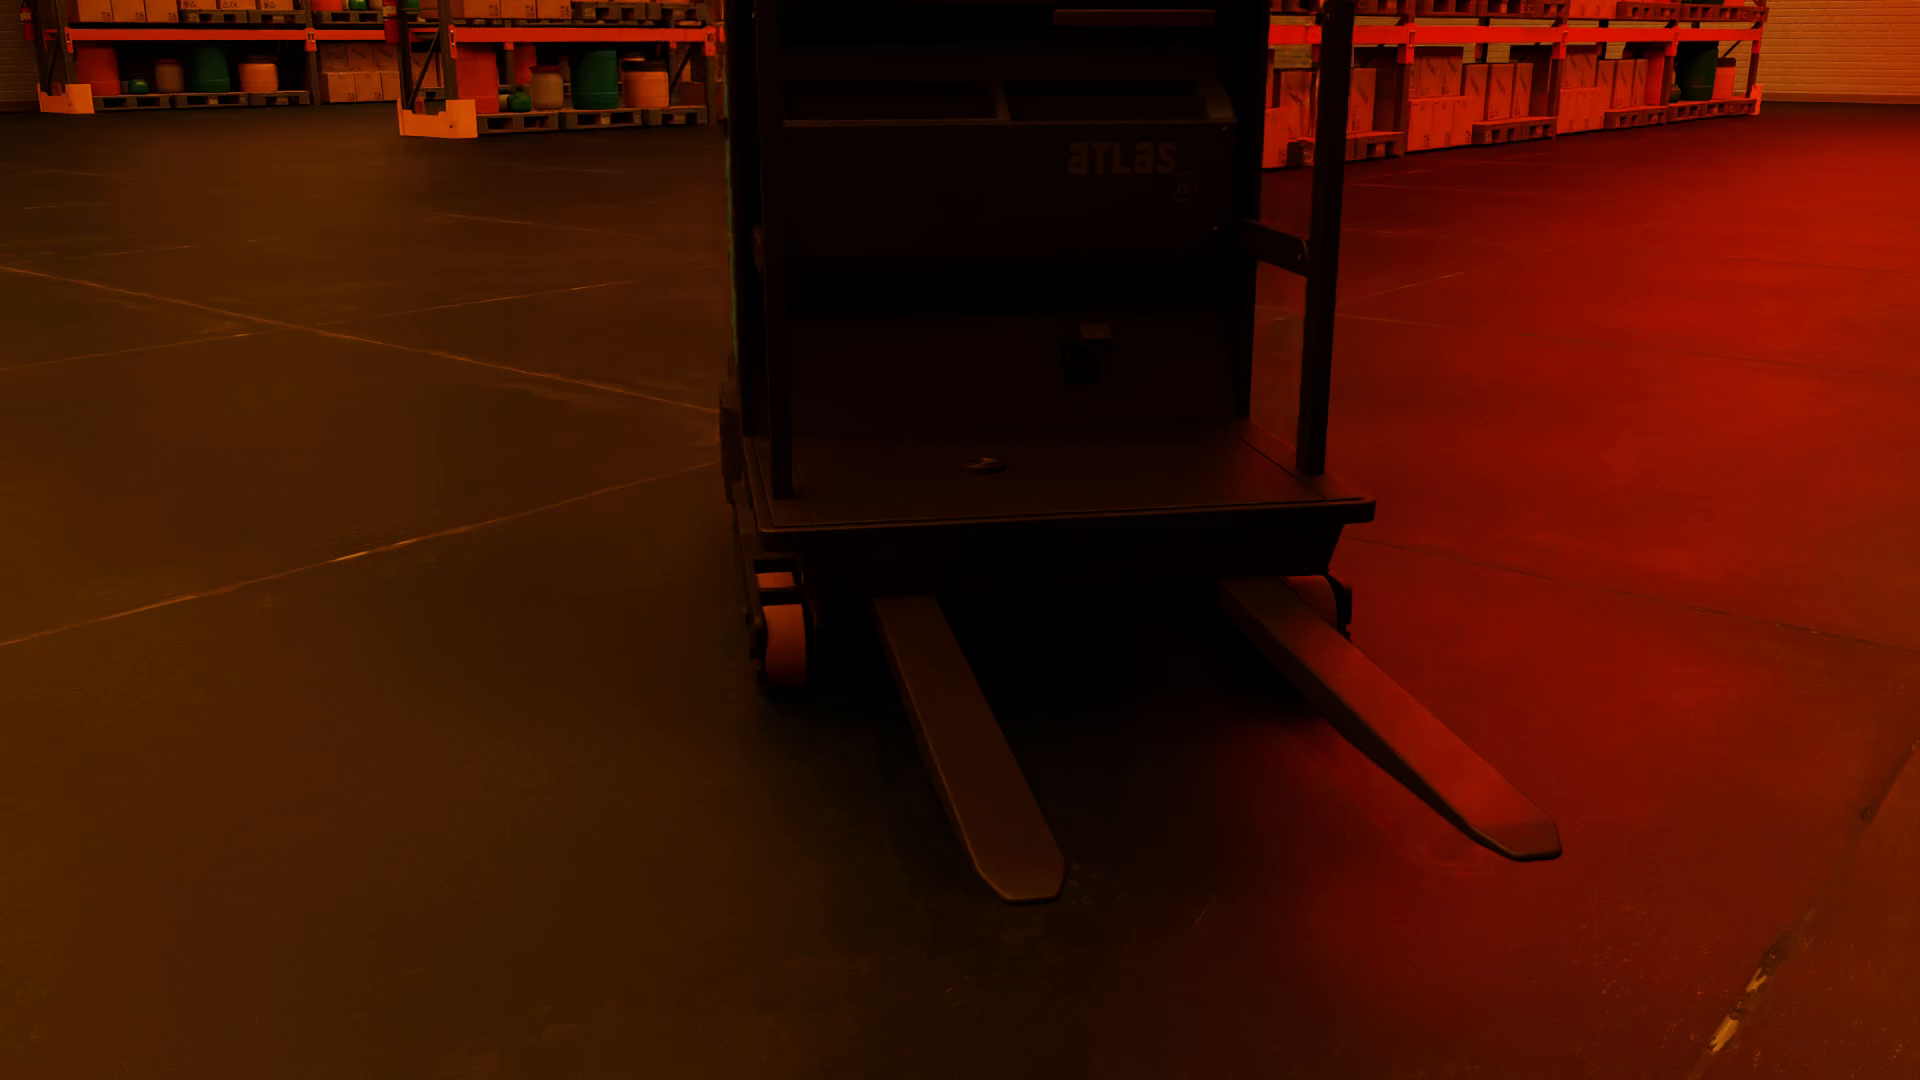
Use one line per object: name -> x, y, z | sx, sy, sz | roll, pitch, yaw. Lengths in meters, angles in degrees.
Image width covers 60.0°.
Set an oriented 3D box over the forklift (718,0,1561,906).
forklift -> 0.123, -1.237, 2.970 | 1.130, 2.935, 3.031 | -3, 17, -9
